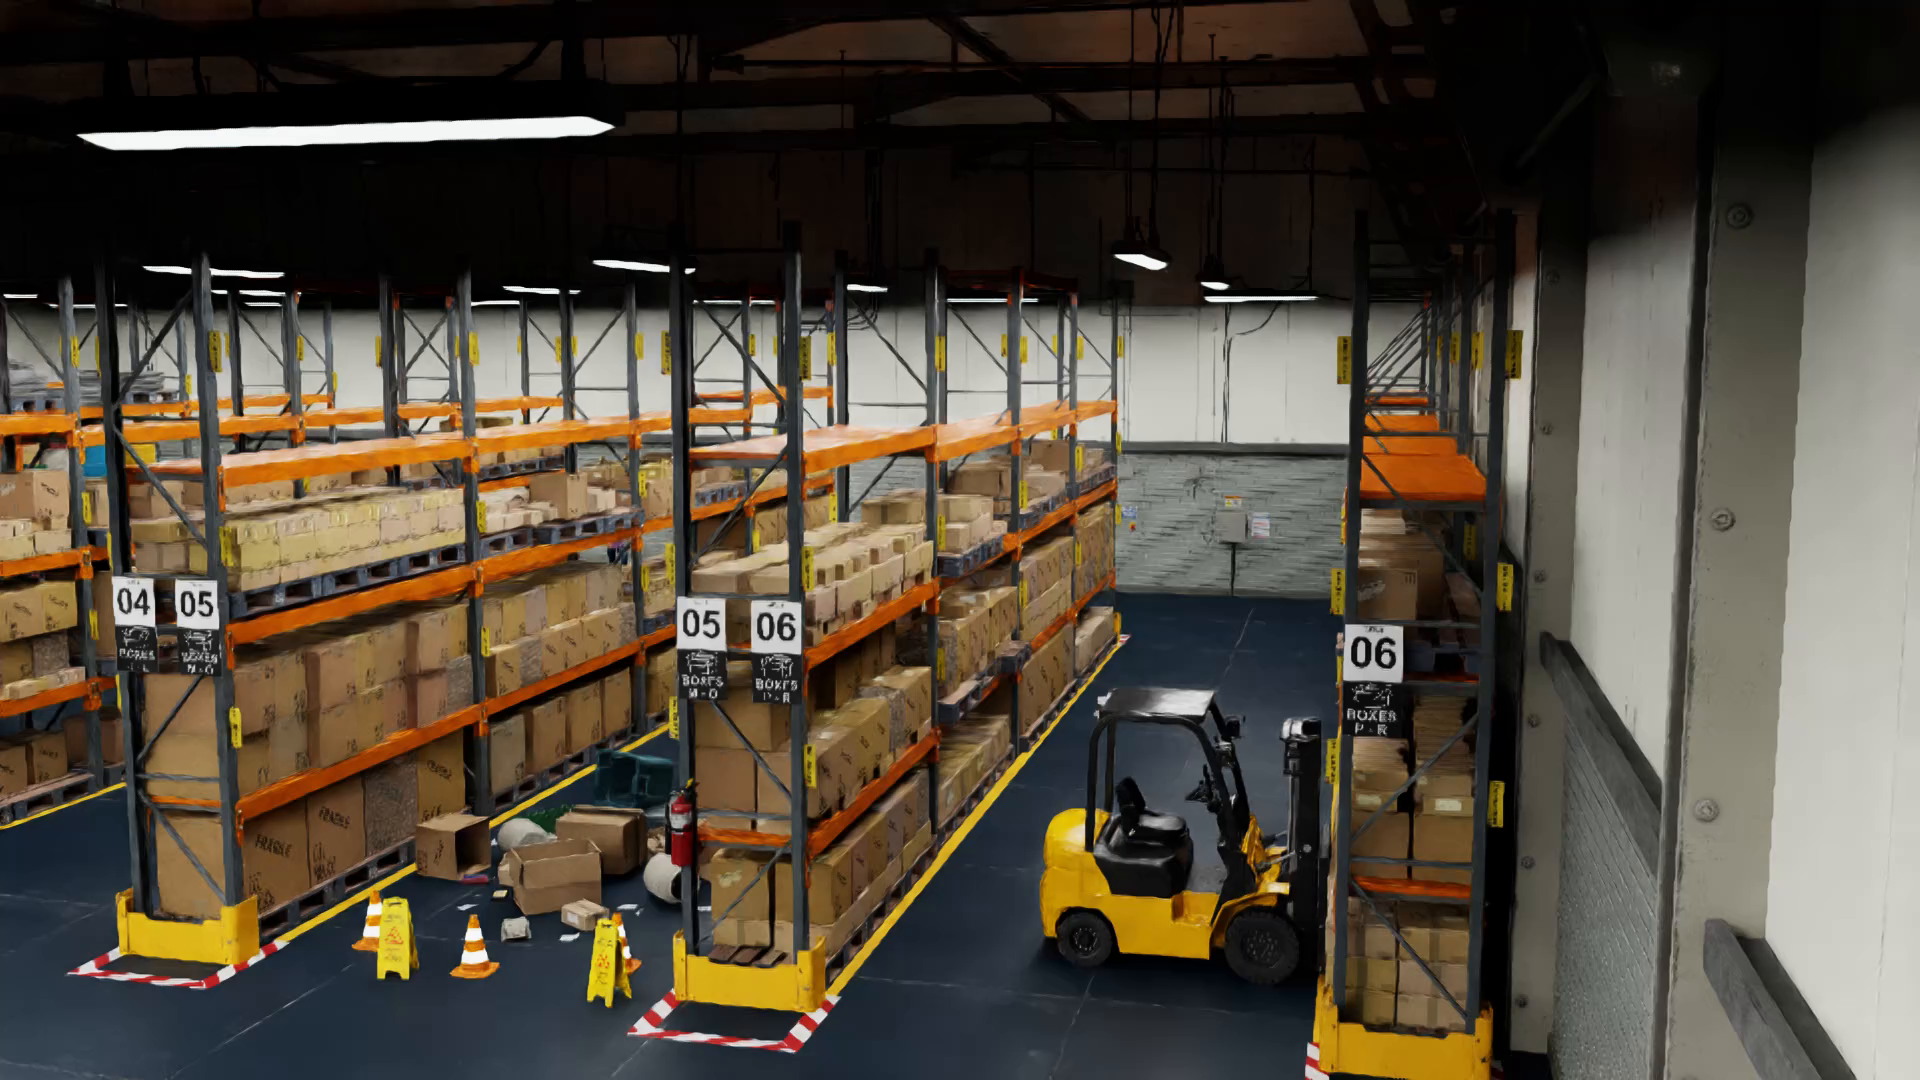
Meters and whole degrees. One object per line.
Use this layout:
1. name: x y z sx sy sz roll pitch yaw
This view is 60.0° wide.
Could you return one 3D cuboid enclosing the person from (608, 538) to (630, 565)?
1. person: -7.202 0.140 34.967 0.572 1.524 0.755 -1 7 -7
